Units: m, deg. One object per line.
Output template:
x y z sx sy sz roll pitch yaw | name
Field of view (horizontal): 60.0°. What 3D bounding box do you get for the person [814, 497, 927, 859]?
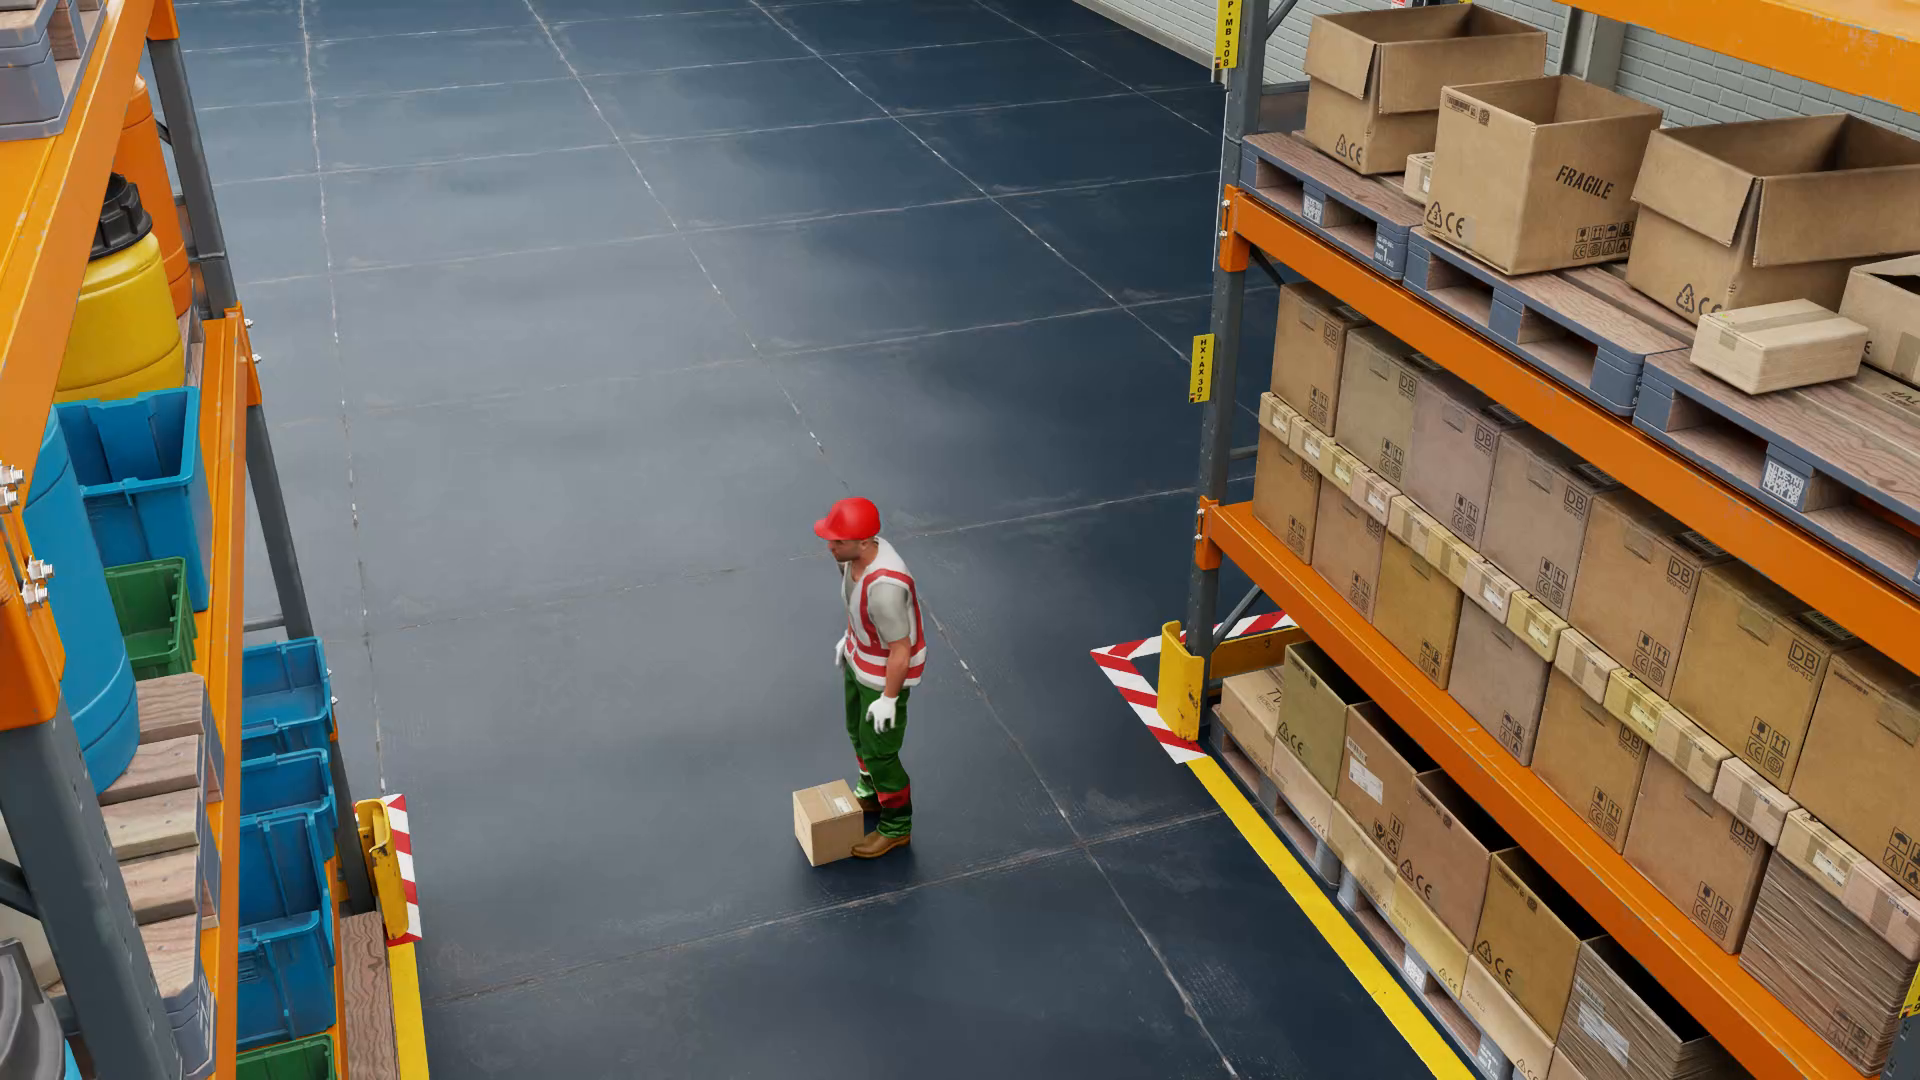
-0.394 0.584 7.303 0.453 1.779 0.608 -11 31 -18 | person
